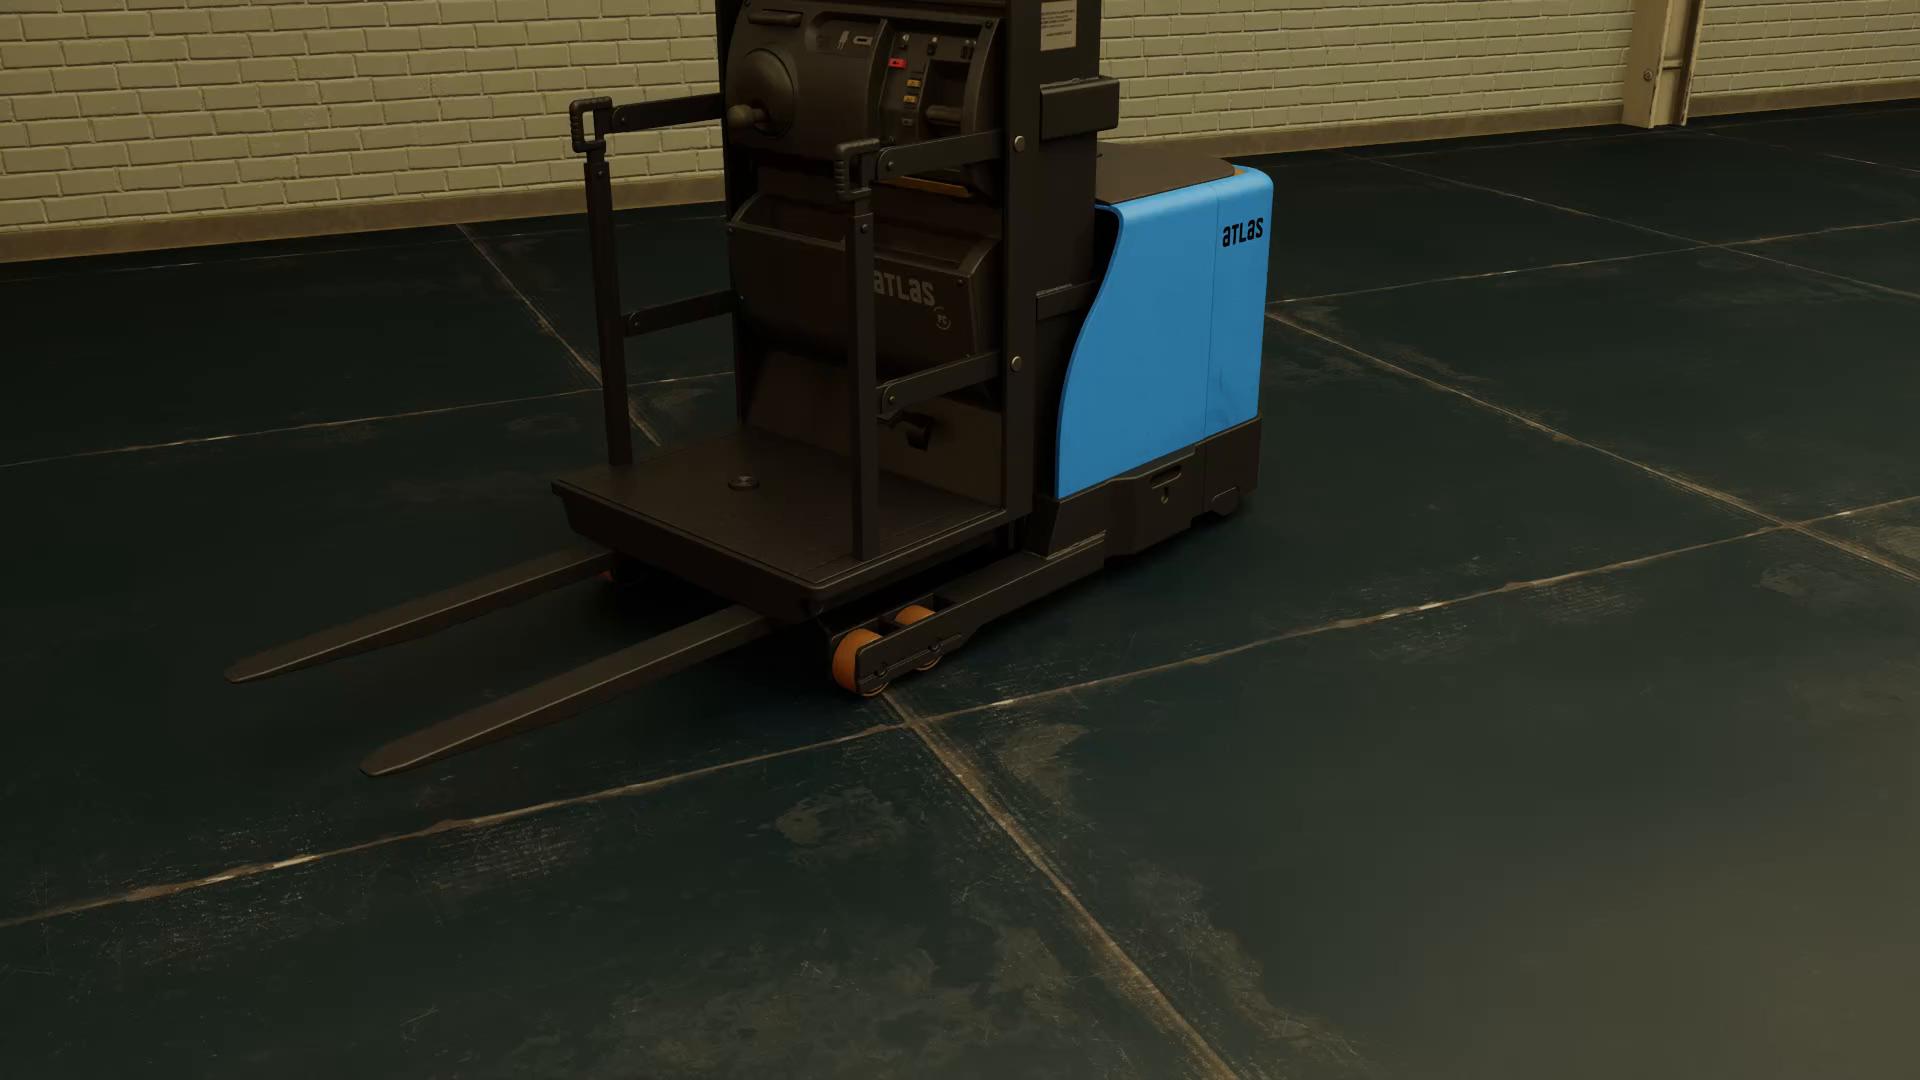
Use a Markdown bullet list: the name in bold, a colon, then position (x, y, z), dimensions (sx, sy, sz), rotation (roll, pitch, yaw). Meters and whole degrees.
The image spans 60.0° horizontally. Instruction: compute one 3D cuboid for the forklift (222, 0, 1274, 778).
- **forklift**: position (-0.413, -1.182, 4.131), dimensions (1.130, 2.935, 3.031), rotation (19, 29, 39)
